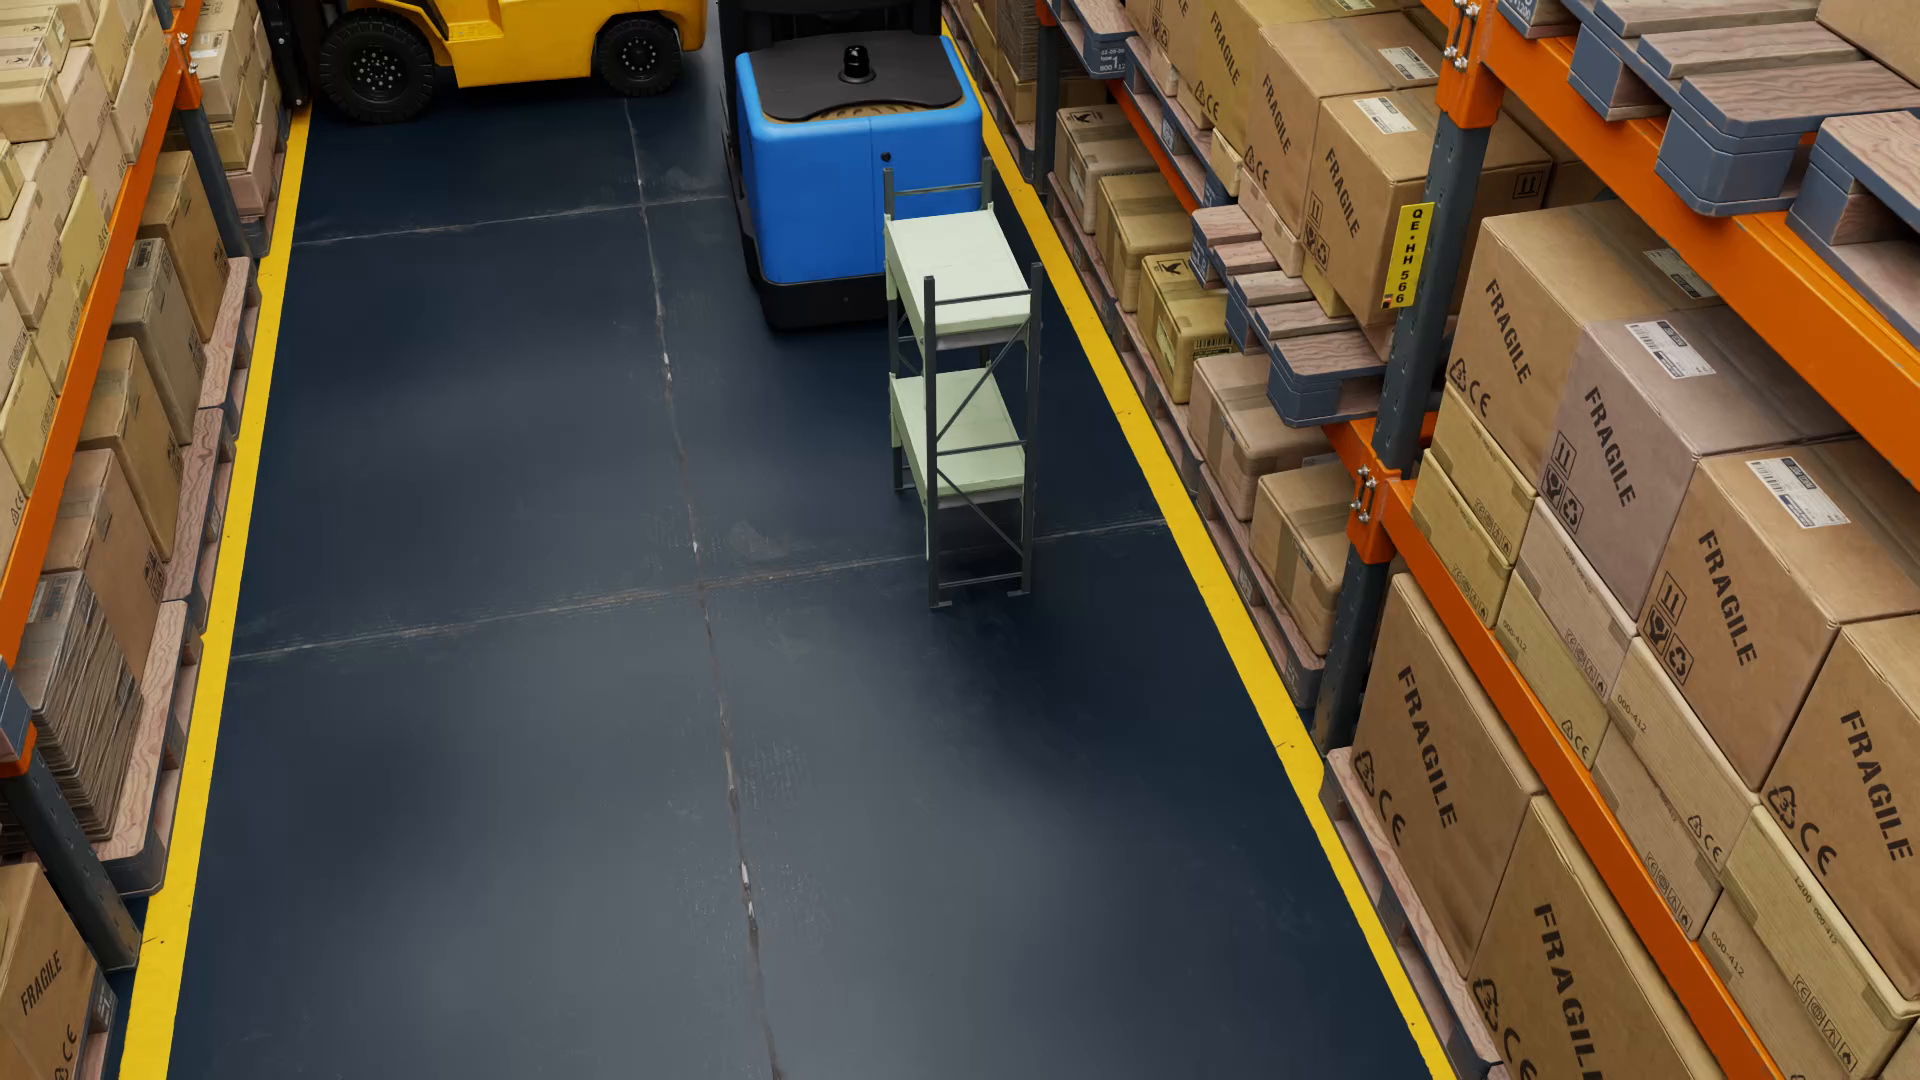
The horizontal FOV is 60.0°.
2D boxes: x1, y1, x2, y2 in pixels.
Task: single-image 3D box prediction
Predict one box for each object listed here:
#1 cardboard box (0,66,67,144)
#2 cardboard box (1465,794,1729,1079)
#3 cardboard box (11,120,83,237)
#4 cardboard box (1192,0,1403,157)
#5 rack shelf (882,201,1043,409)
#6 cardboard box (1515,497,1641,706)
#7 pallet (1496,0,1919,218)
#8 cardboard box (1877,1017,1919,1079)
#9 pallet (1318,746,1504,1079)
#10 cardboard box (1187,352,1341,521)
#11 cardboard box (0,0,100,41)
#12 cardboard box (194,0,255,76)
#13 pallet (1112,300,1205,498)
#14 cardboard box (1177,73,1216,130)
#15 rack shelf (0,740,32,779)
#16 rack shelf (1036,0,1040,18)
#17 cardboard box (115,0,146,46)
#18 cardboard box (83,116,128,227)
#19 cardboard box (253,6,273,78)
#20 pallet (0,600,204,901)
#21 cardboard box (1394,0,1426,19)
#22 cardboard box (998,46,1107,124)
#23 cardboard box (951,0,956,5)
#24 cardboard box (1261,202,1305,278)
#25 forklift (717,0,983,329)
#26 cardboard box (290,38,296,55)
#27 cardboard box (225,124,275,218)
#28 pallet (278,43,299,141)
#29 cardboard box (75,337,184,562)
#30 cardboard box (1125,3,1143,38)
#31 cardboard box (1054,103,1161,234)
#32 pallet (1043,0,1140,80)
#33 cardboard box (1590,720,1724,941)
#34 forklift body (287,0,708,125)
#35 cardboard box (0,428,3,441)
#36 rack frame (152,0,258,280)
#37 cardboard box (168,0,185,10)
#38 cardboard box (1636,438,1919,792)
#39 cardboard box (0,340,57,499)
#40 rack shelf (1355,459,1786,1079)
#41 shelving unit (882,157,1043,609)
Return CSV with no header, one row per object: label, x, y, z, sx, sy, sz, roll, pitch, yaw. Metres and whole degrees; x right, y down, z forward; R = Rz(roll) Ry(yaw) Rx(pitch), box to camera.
cardboard box,-3.226,-1.440,5.549,0.380,0.149,0.250,-9,42,-10
cardboard box,2.012,1.221,4.400,0.875,0.875,0.875,-8,42,-9
cardboard box,-3.285,-1.189,5.567,0.500,0.250,0.500,-8,42,-9
cardboard box,1.153,-1.676,5.763,0.500,0.500,0.500,-11,43,-12
rack shelf,-0.001,-0.857,5.998,0.431,0.370,0.720,-8,42,-9
cardboard box,1.734,0.113,4.100,0.500,0.250,0.500,-7,42,-8
pallet,1.946,-1.097,3.609,1.213,0.211,1.003,-7,42,-7
cardboard box,2.053,1.098,2.990,0.500,0.250,0.500,-7,42,-8
pallet,1.852,1.109,5.341,1.003,0.211,1.213,-8,42,-9
cardboard box,1.476,-0.475,6.688,0.950,0.372,0.625,-9,42,-10
cardboard box,-3.403,-1.943,6.115,0.380,0.149,0.250,-10,42,-11
cardboard box,-3.853,-2.529,8.341,0.500,0.250,0.500,-8,42,-9
pallet,1.328,-0.709,7.389,1.003,0.211,1.213,-8,42,-9
cardboard box,1.043,-1.690,6.268,0.380,0.149,0.250,-10,42,-11
rack shelf,-2.659,1.824,2.978,1.077,0.370,4.000,-8,42,-9
rack shelf,0.460,-4.076,9.624,1.077,0.370,4.000,-8,42,-9
cardboard box,-3.599,-2.184,6.687,0.500,0.250,0.500,-9,42,-10
cardboard box,-3.399,-1.338,6.111,0.500,0.250,0.500,-8,42,-9
cardboard box,-3.965,-2.662,8.867,0.500,0.250,0.500,-9,42,-10
pallet,-3.230,0.762,5.733,1.003,0.211,1.213,-8,42,-9
cardboard box,1.643,-1.766,5.864,0.500,0.500,0.500,-8,42,-9
cardboard box,0.502,-2.522,9.086,0.500,0.250,0.500,-7,42,-7
cardboard box,0.165,-3.523,10.215,0.500,0.250,0.500,-6,42,-6
cardboard box,1.228,-1.018,5.510,0.380,0.149,0.250,-9,42,-10
forklift,-0.681,-3.069,7.999,1.130,2.935,3.031,-8,42,-9
cardboard box,-4.076,-2.814,9.416,0.500,0.250,0.500,-7,42,-8
cardboard box,-3.735,-1.824,8.301,0.500,0.250,0.500,-8,42,-9
pallet,-4.352,-2.606,9.526,1.003,0.211,1.213,-8,42,-9
cardboard box,-3.506,-0.276,6.274,0.875,0.625,0.625,-10,43,-11
cardboard box,0.898,-2.199,6.841,0.380,0.149,0.250,-8,42,-9
cardboard box,1.007,-1.883,8.275,0.950,0.372,0.625,-8,42,-9
pallet,0.915,-2.460,7.407,1.003,0.211,1.213,-8,42,-9
cardboard box,1.851,0.625,3.899,0.500,0.250,0.500,-7,42,-8
forklift body,-2.627,-3.642,9.233,2.313,2.155,1.214,-8,42,-9
cardboard box,-2.924,-0.199,4.451,0.500,0.250,0.500,-8,42,-9
rack frame,-3.954,-2.335,7.120,1.000,3.000,0.127,-8,42,-9
cardboard box,-3.795,-2.697,7.453,0.500,0.500,0.500,-9,42,-10
cardboard box,1.836,0.146,3.498,0.500,0.500,0.500,-7,42,-8
cardboard box,-3.052,-0.335,4.981,0.500,0.250,0.500,-9,42,-10
rack shelf,2.187,1.110,3.782,1.077,0.370,4.000,-8,42,-9
shelving unit,-0.001,-0.565,6.257,0.431,1.500,0.755,-8,42,-9
